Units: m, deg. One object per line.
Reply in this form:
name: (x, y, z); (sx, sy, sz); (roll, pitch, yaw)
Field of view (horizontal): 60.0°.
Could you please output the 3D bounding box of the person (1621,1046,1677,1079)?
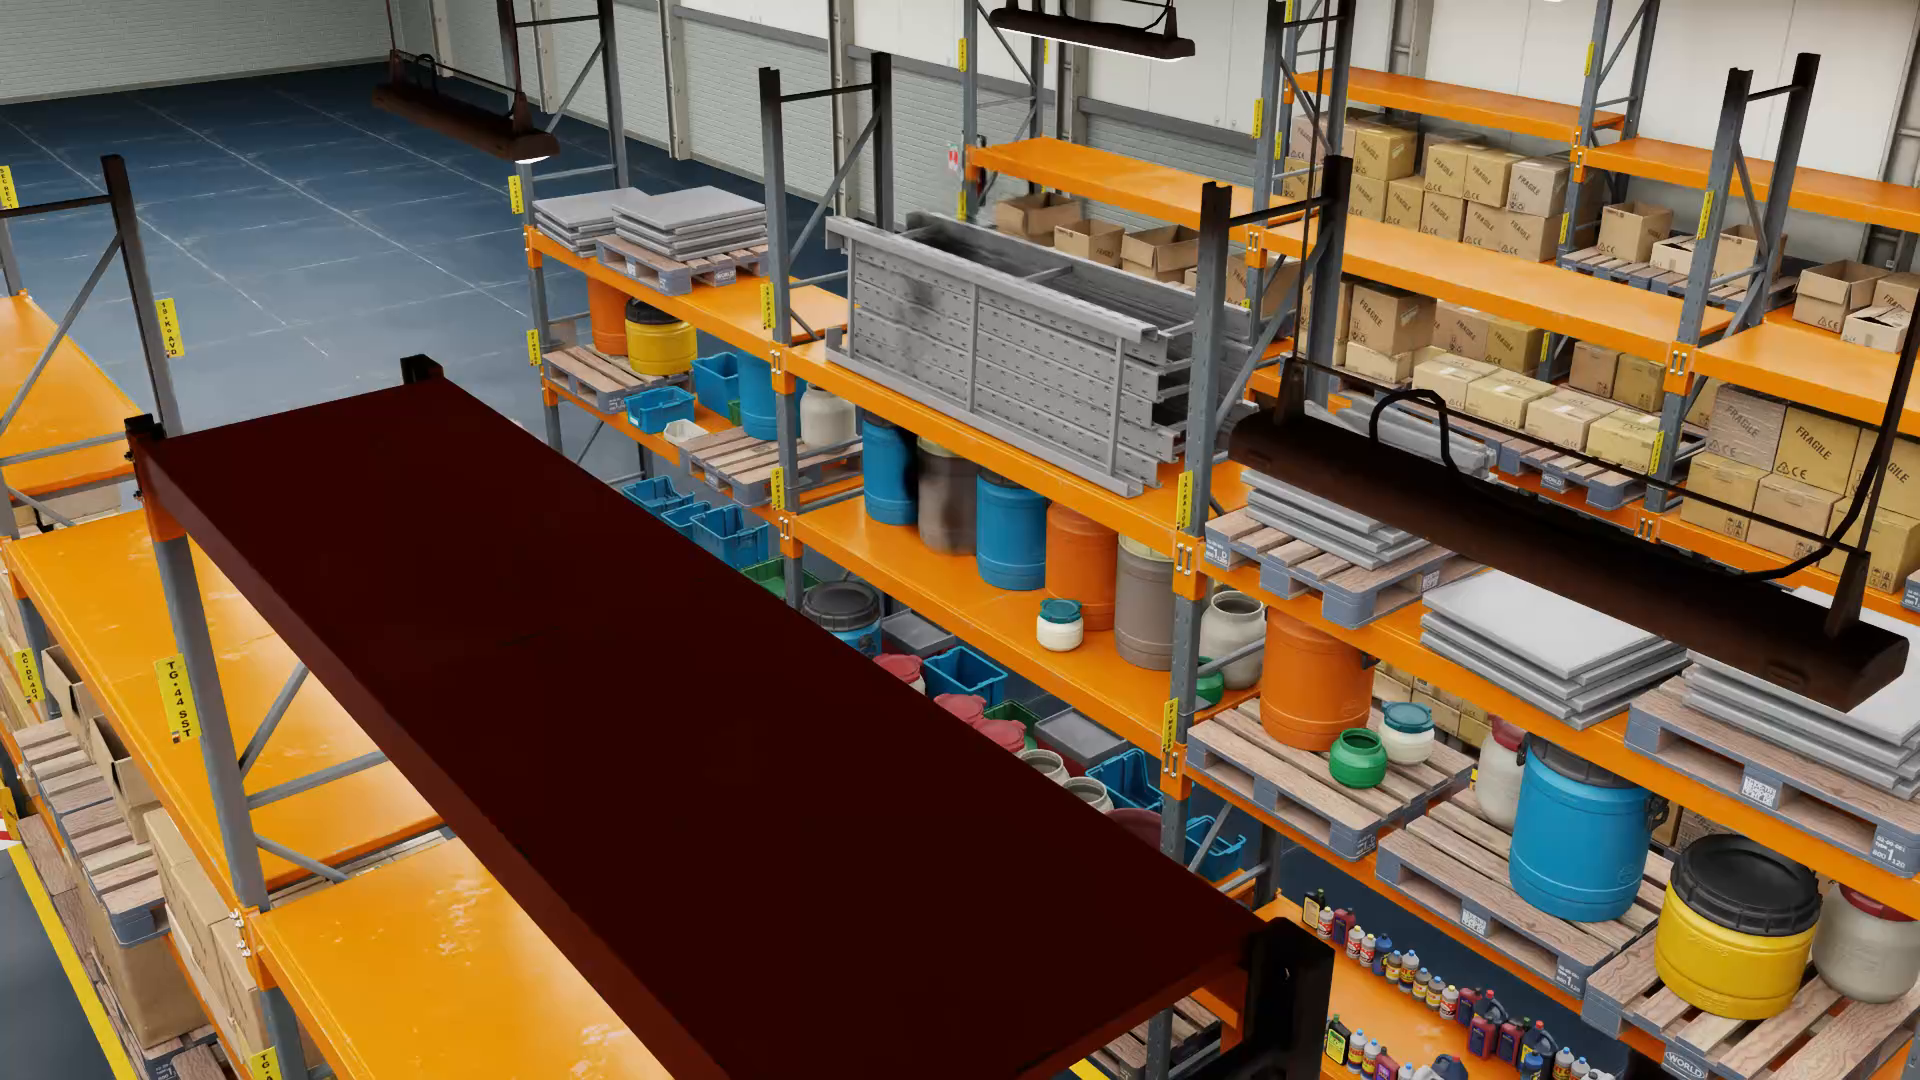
person: (4.272, 3.023, 10.032); (0.650, 1.760, 0.871); (-17, 30, -31)
